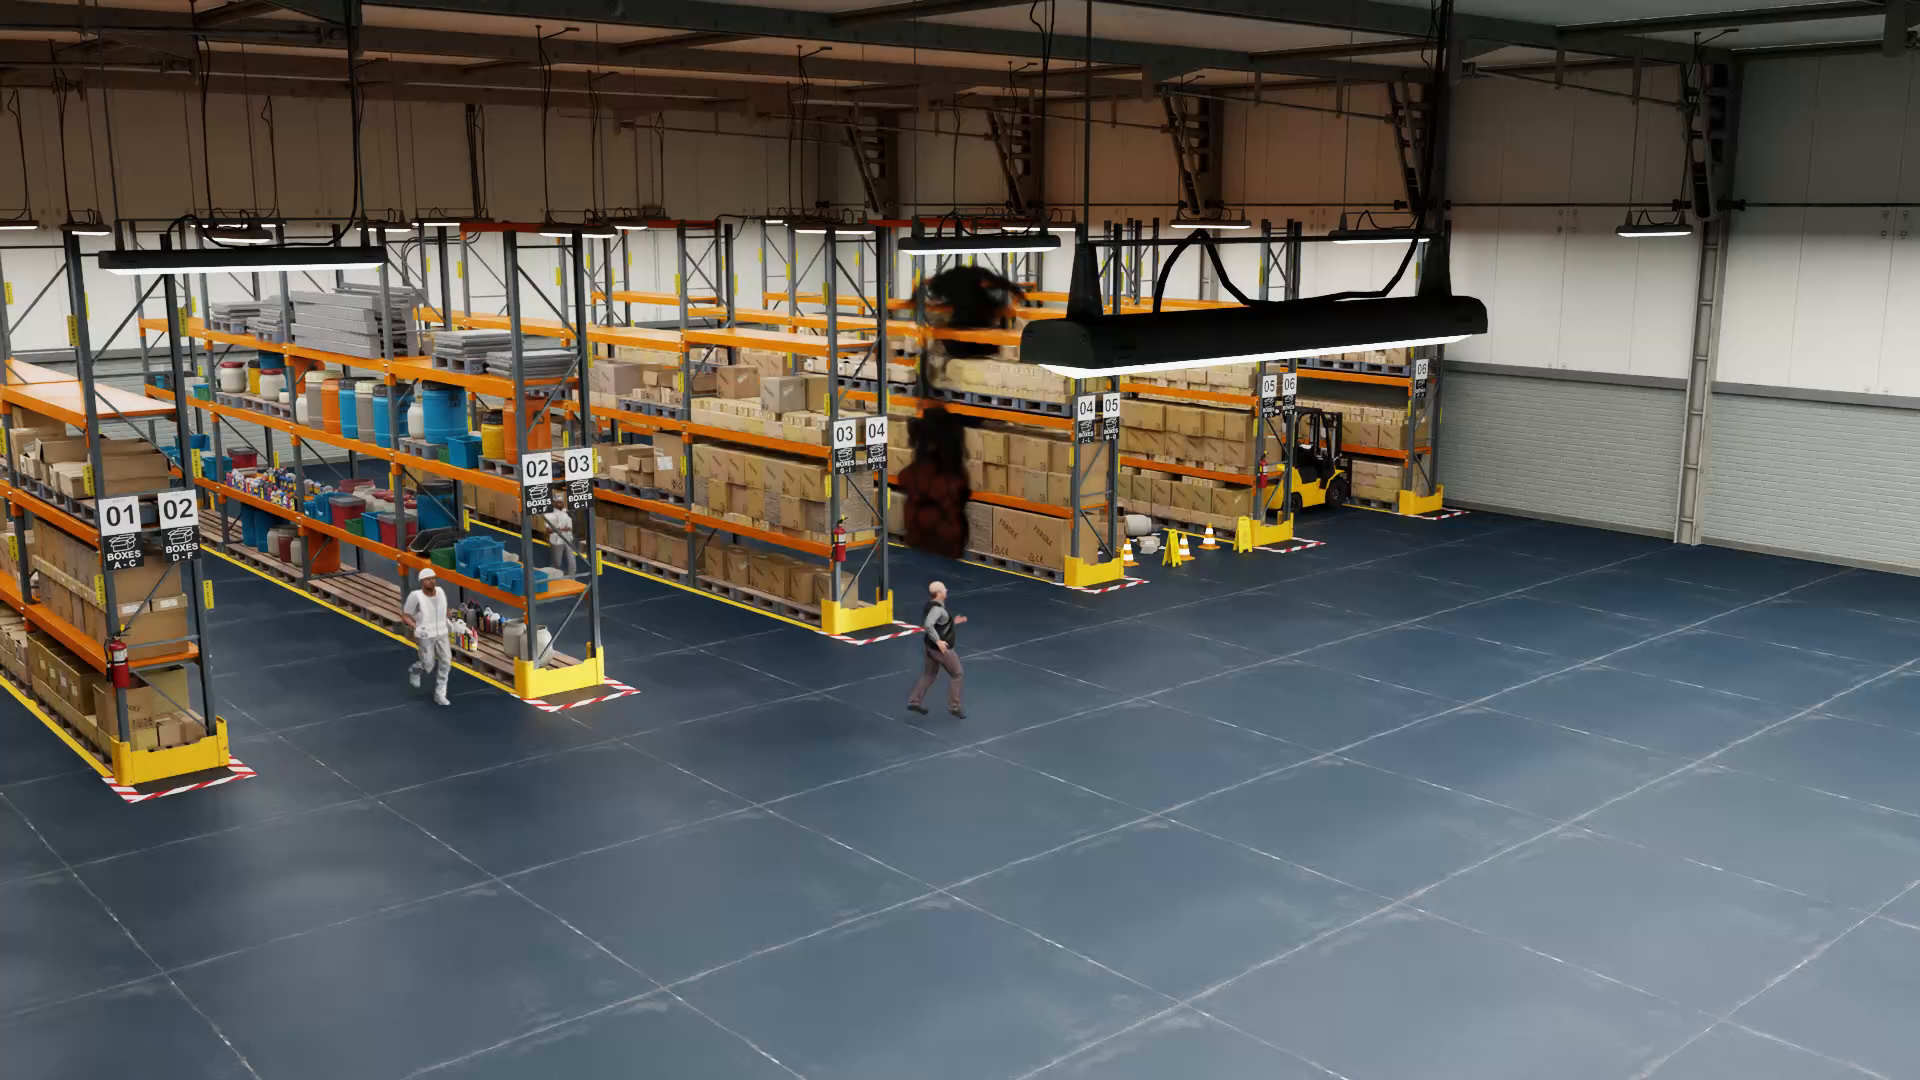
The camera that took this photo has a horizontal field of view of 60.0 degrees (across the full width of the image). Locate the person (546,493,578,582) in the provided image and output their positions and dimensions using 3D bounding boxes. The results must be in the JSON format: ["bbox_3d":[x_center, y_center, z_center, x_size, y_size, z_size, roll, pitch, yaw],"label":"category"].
[{"bbox_3d":[-6.501,0.060,27.119,0.909,1.696,0.575,9,15,38],"label":"person"}]

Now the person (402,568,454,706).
[{"bbox_3d":[-6.831,1.218,21.435,0.807,1.749,0.697,10,15,40],"label":"person"}]

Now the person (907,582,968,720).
[{"bbox_3d":[-0.270,1.390,20.632,0.777,1.783,0.630,-4,12,-21],"label":"person"}]
